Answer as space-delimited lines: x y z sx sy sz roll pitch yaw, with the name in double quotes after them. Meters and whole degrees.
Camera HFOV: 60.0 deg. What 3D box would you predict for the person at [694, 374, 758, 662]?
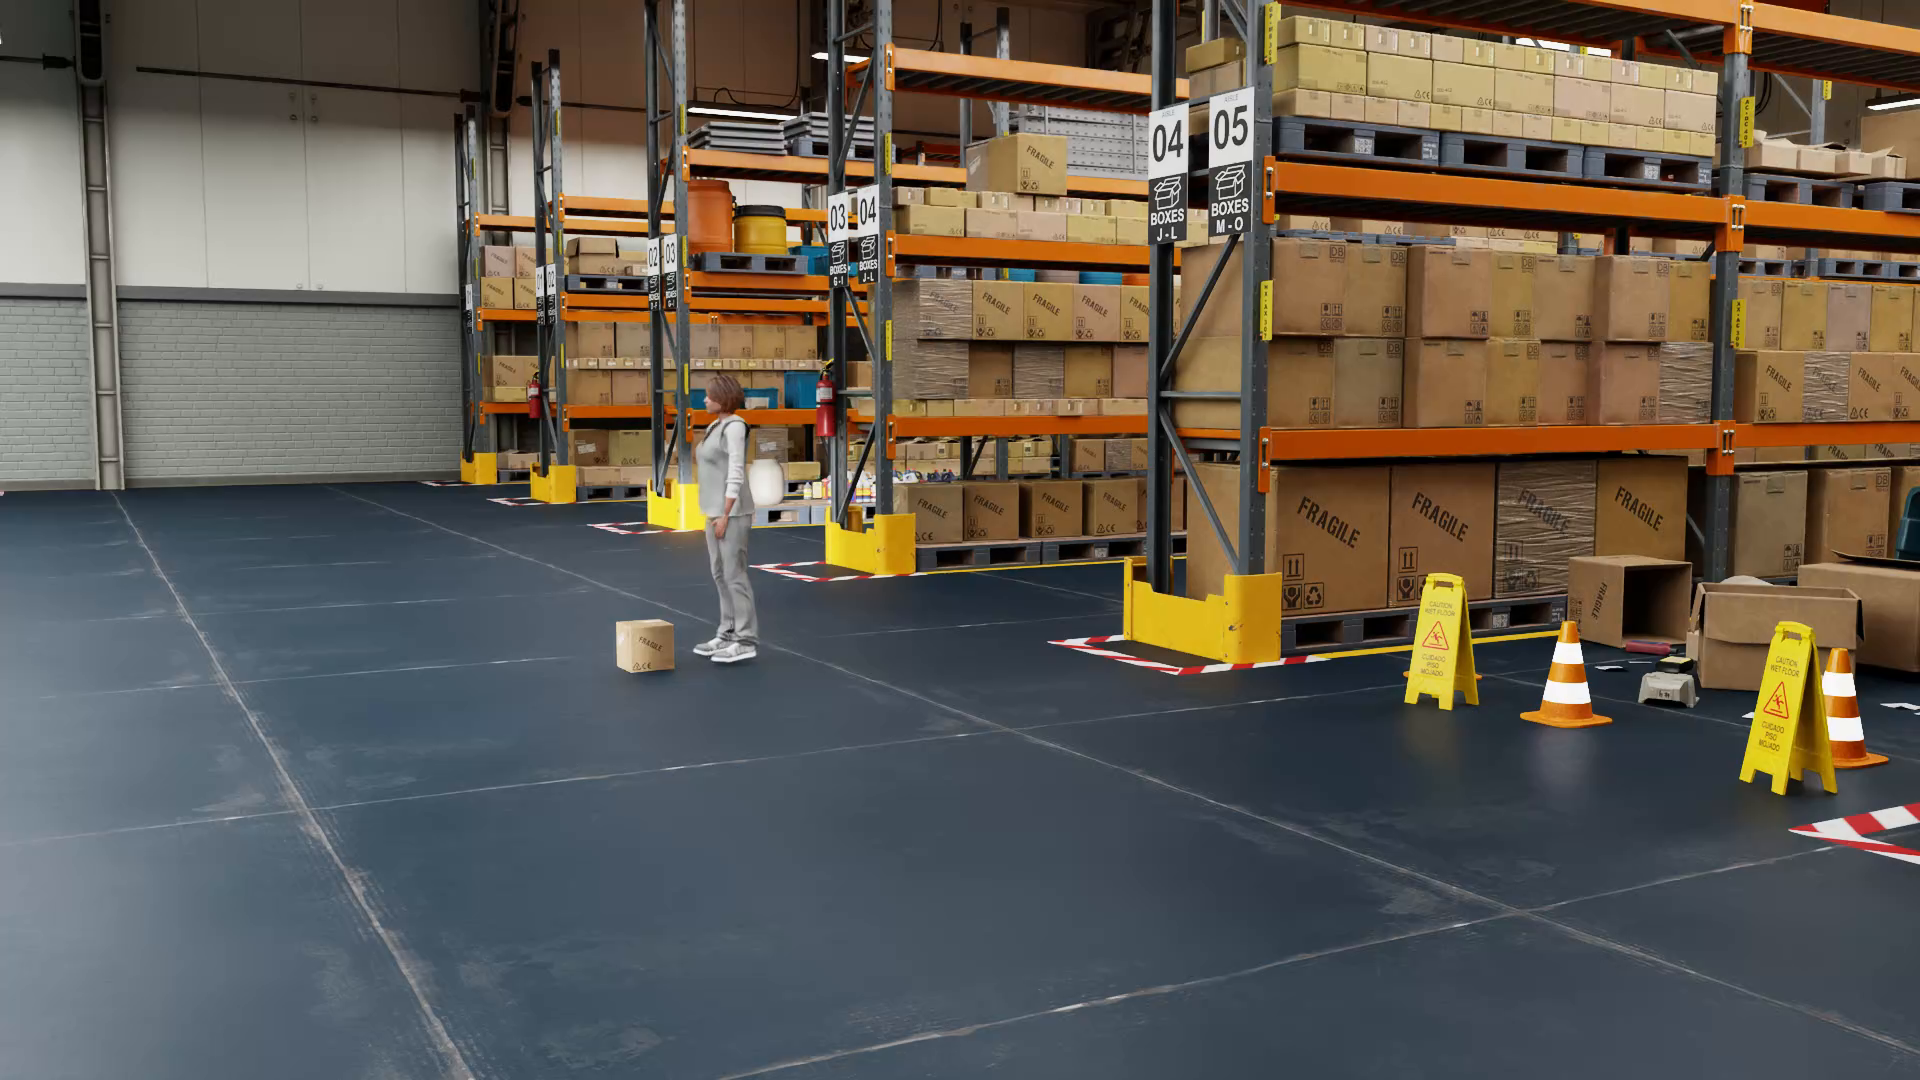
-1.328 -0.111 9.384 0.306 1.576 0.421 -3 6 -29 "person"
